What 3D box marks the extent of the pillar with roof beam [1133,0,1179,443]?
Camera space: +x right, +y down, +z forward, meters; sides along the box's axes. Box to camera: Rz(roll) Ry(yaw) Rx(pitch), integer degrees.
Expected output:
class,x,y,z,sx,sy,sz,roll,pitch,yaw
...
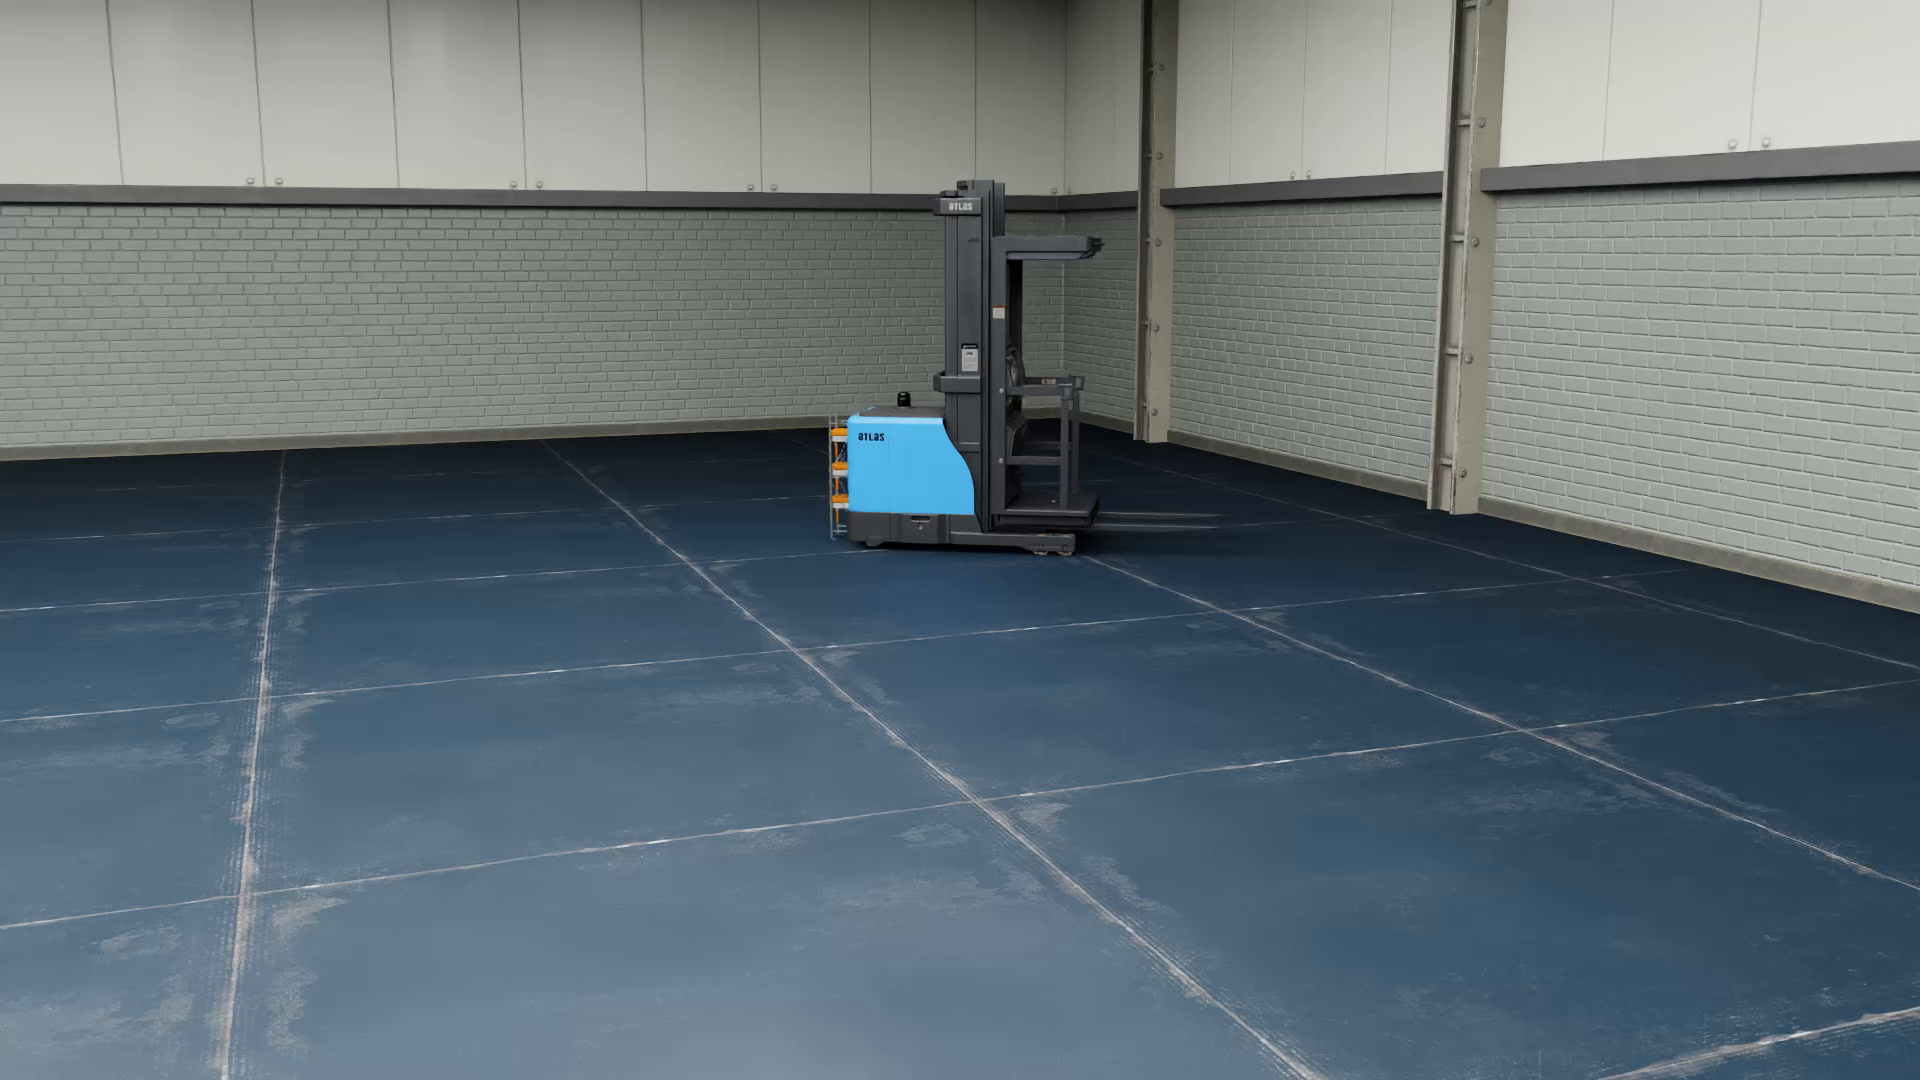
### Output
class,x,y,z,sx,sy,sz,roll,pitch,yaw
pillar with roof beam,-1.600,-5.411,18.643,9.100,9.000,0.400,-4,11,-21

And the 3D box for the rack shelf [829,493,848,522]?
class,x,y,z,sx,sy,sz,roll,pitch,yaw
rack shelf,-0.969,-0.258,14.022,0.215,0.259,0.240,1,10,8

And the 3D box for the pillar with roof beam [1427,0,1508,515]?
class,x,y,z,sx,sy,sz,roll,pitch,yaw
pillar with roof beam,0.574,-4.431,13.137,9.100,9.000,0.400,-4,11,-21

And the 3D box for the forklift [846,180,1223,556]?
class,x,y,z,sx,sy,sz,roll,pitch,yaw
forklift,0.639,-1.417,13.515,3.031,2.935,1.130,2,10,9

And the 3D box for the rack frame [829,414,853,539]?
class,x,y,z,sx,sy,sz,roll,pitch,yaw
rack frame,-0.986,-0.521,13.852,0.200,1.050,0.008,1,10,8

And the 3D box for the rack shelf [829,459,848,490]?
class,x,y,z,sx,sy,sz,roll,pitch,yaw
rack shelf,-0.969,-0.532,13.973,0.215,0.259,0.240,1,10,8

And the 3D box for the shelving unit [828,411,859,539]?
class,x,y,z,sx,sy,sz,roll,pitch,yaw
shelving unit,-0.969,-0.542,13.971,0.215,1.050,0.252,1,10,8

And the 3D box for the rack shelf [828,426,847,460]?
class,x,y,z,sx,sy,sz,roll,pitch,yaw
rack shelf,-0.969,-0.811,13.923,0.215,0.259,0.240,1,10,8

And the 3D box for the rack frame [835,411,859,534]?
class,x,y,z,sx,sy,sz,roll,pitch,yaw
rack frame,-0.952,-0.563,14.090,0.200,1.050,0.008,1,10,8
